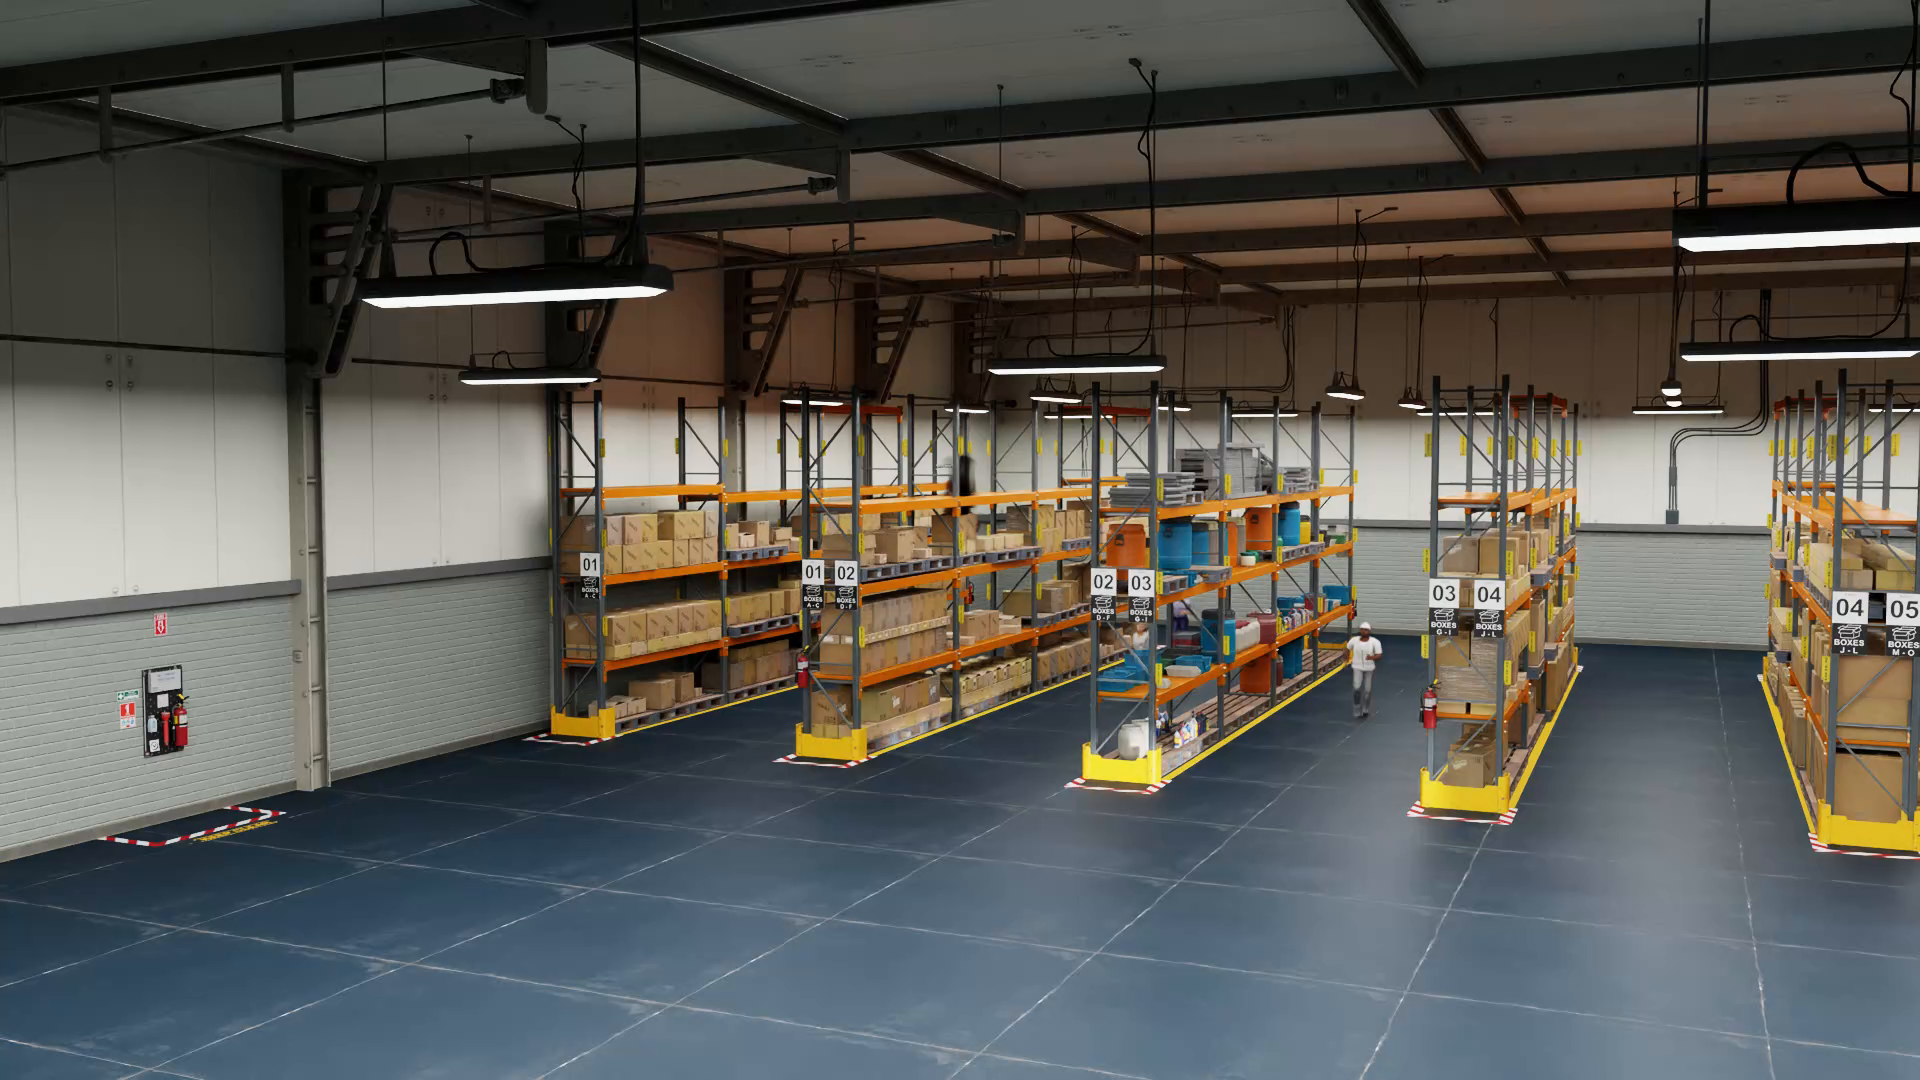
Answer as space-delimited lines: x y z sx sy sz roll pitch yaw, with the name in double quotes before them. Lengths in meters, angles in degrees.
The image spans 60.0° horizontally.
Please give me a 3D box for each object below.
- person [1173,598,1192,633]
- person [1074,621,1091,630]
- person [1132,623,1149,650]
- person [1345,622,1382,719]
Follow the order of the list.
"person" 5.279 1.992 39.872 0.597 1.683 0.722 1 3 21
"person" 3.359 1.660 45.119 0.593 1.704 0.797 -2 4 -33
"person" 3.561 2.374 32.810 0.568 1.622 0.730 2 4 29
"person" 7.478 2.420 30.837 0.667 1.789 0.726 1 3 13
